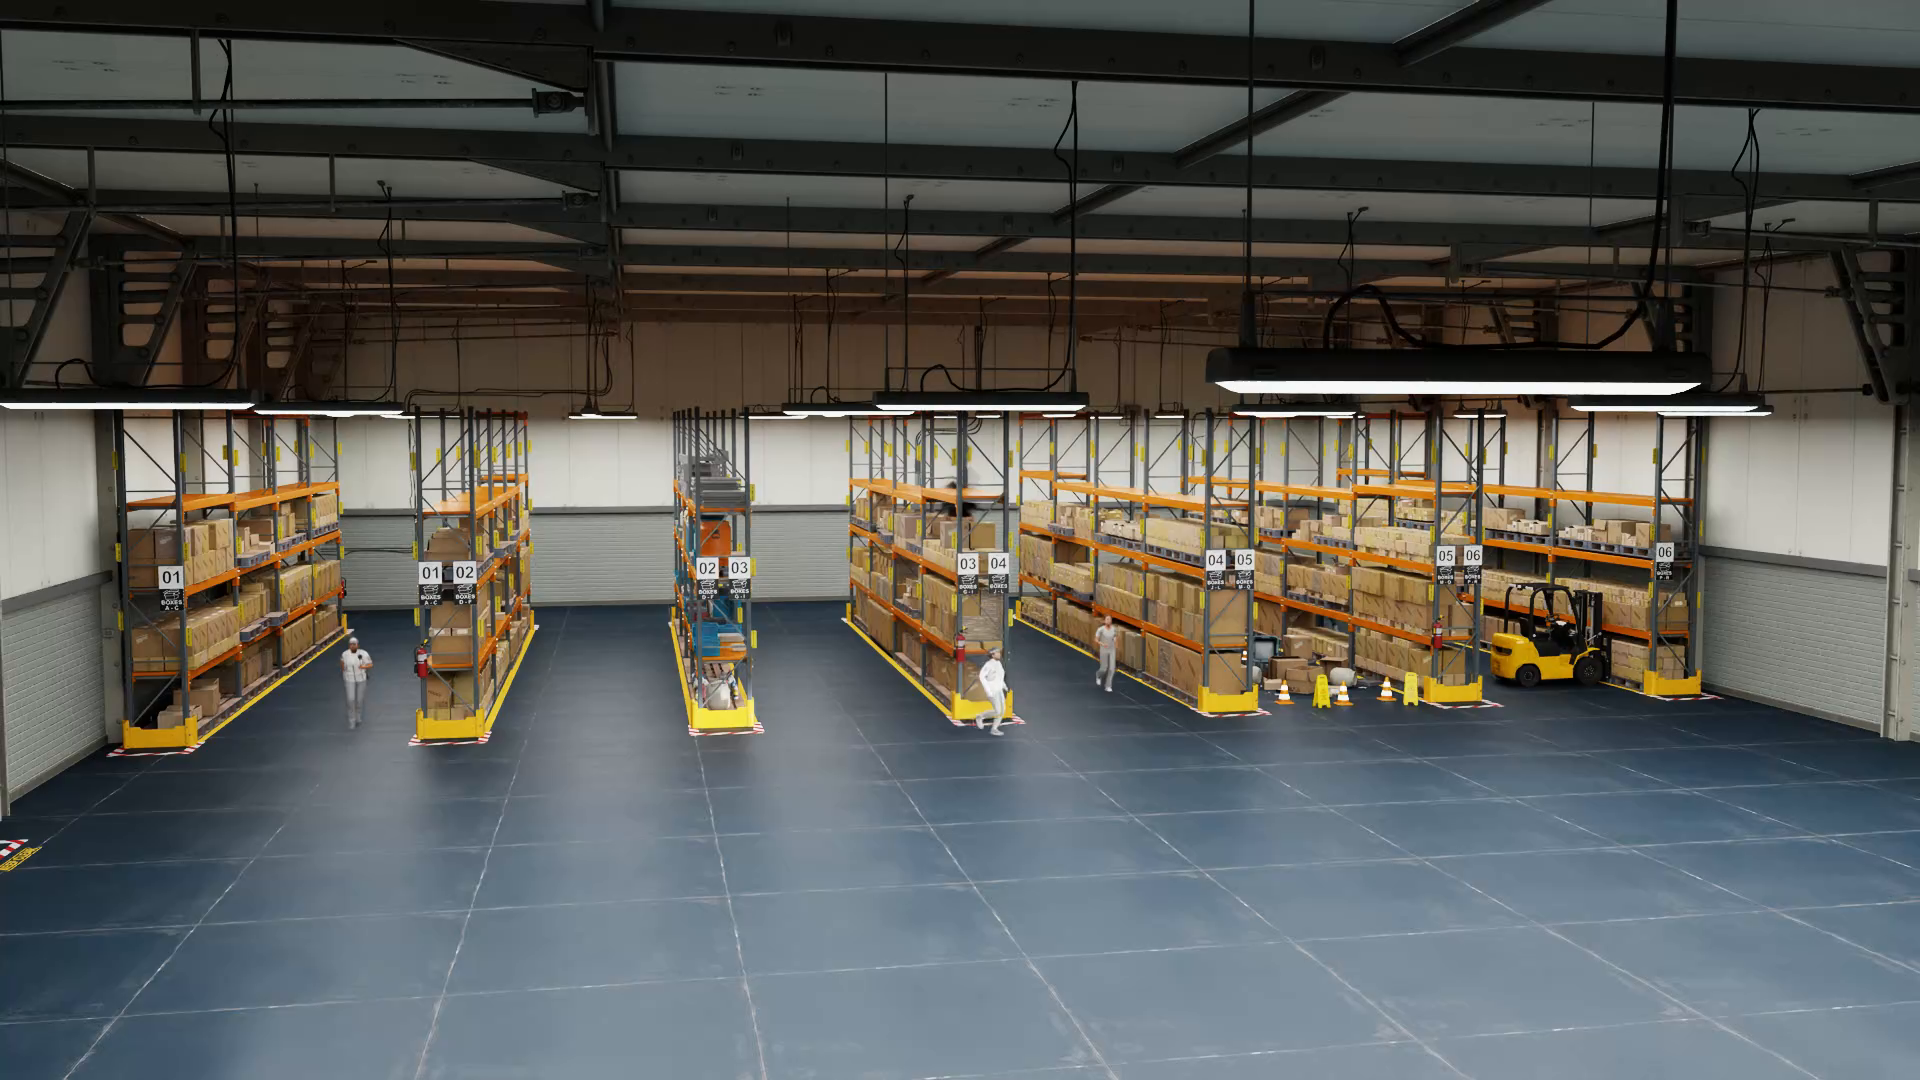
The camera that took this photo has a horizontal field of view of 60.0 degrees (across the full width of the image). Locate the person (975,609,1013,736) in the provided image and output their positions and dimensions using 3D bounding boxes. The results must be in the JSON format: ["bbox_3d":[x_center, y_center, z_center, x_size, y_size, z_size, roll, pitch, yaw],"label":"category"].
[{"bbox_3d":[0.817,2.461,31.172,0.855,2.086,2.162,2,5,28],"label":"person"}]

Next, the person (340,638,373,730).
[{"bbox_3d":[-11.333,2.680,31.253,0.581,1.721,0.814,-1,4,-20],"label":"person"}]

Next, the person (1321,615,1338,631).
[{"bbox_3d":[9.802,1.883,44.521,0.551,1.363,0.886,-1,4,-10],"label":"person"}]

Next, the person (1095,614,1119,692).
[{"bbox_3d":[3.120,2.385,35.369,0.568,1.634,0.701,-1,4,-17],"label":"person"}]
